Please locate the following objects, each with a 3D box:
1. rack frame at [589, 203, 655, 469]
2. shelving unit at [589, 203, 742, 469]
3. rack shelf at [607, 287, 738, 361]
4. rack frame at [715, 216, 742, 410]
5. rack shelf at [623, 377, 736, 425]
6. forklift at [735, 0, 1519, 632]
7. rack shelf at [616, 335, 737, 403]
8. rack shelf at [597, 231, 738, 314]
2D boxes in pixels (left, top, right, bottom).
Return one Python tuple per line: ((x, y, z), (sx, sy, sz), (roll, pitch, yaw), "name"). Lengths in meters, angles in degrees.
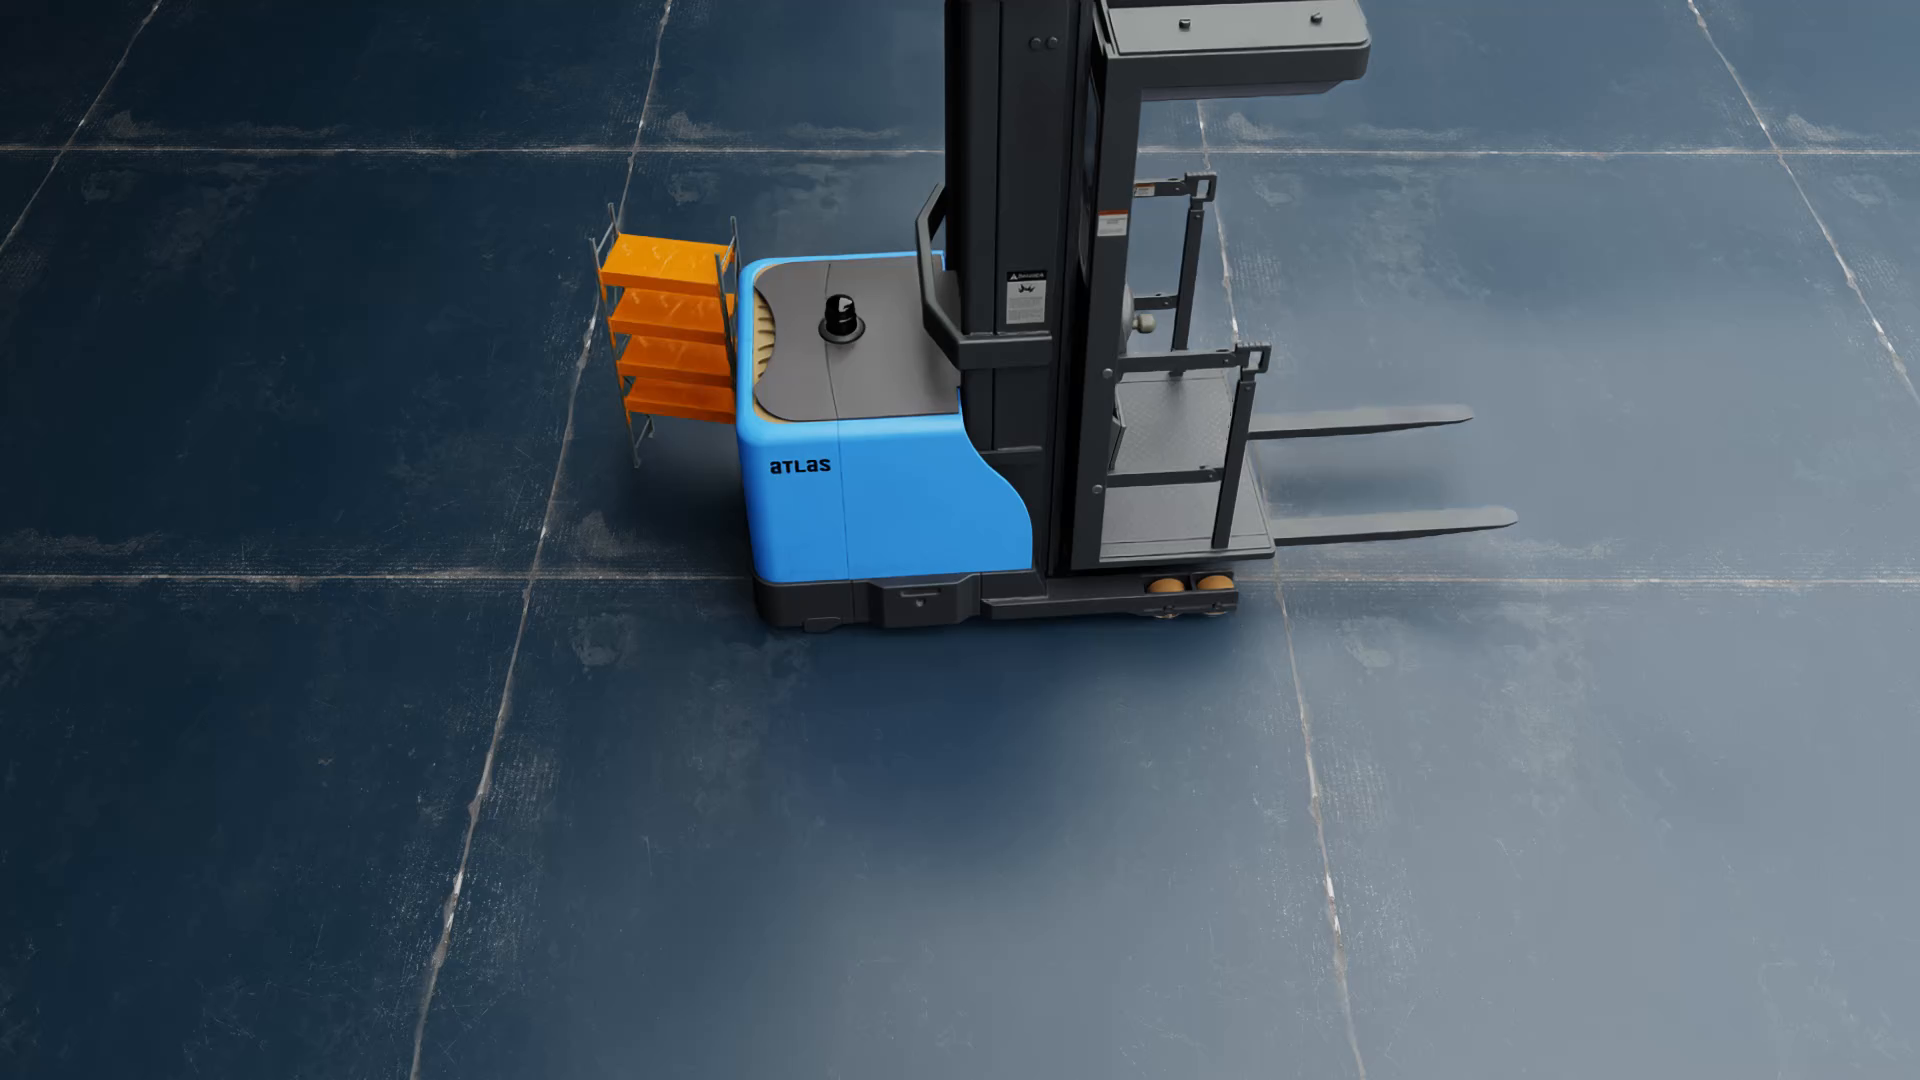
((-1.364, -0.802, 6.757), (0.015, 1.200, 0.240), (7, 48, 7), "rack frame")
((-1.124, -0.770, 6.728), (0.503, 1.200, 0.258), (7, 48, 7), "shelving unit")
((-1.124, -0.877, 6.613), (0.480, 0.148, 0.258), (7, 48, 7), "rack shelf")
((-0.884, -0.739, 6.698), (0.015, 1.200, 0.240), (7, 48, 7), "rack frame")
((-1.124, -0.589, 6.922), (0.480, 0.148, 0.258), (7, 48, 7), "rack shelf")
((0.683, -1.077, 5.831), (3.031, 2.935, 1.130), (-3, 47, -3), "forklift")
((-1.124, -0.724, 6.777), (0.480, 0.148, 0.258), (7, 48, 7), "rack shelf")
((-1.124, -1.038, 6.440), (0.480, 0.148, 0.258), (7, 48, 7), "rack shelf")
